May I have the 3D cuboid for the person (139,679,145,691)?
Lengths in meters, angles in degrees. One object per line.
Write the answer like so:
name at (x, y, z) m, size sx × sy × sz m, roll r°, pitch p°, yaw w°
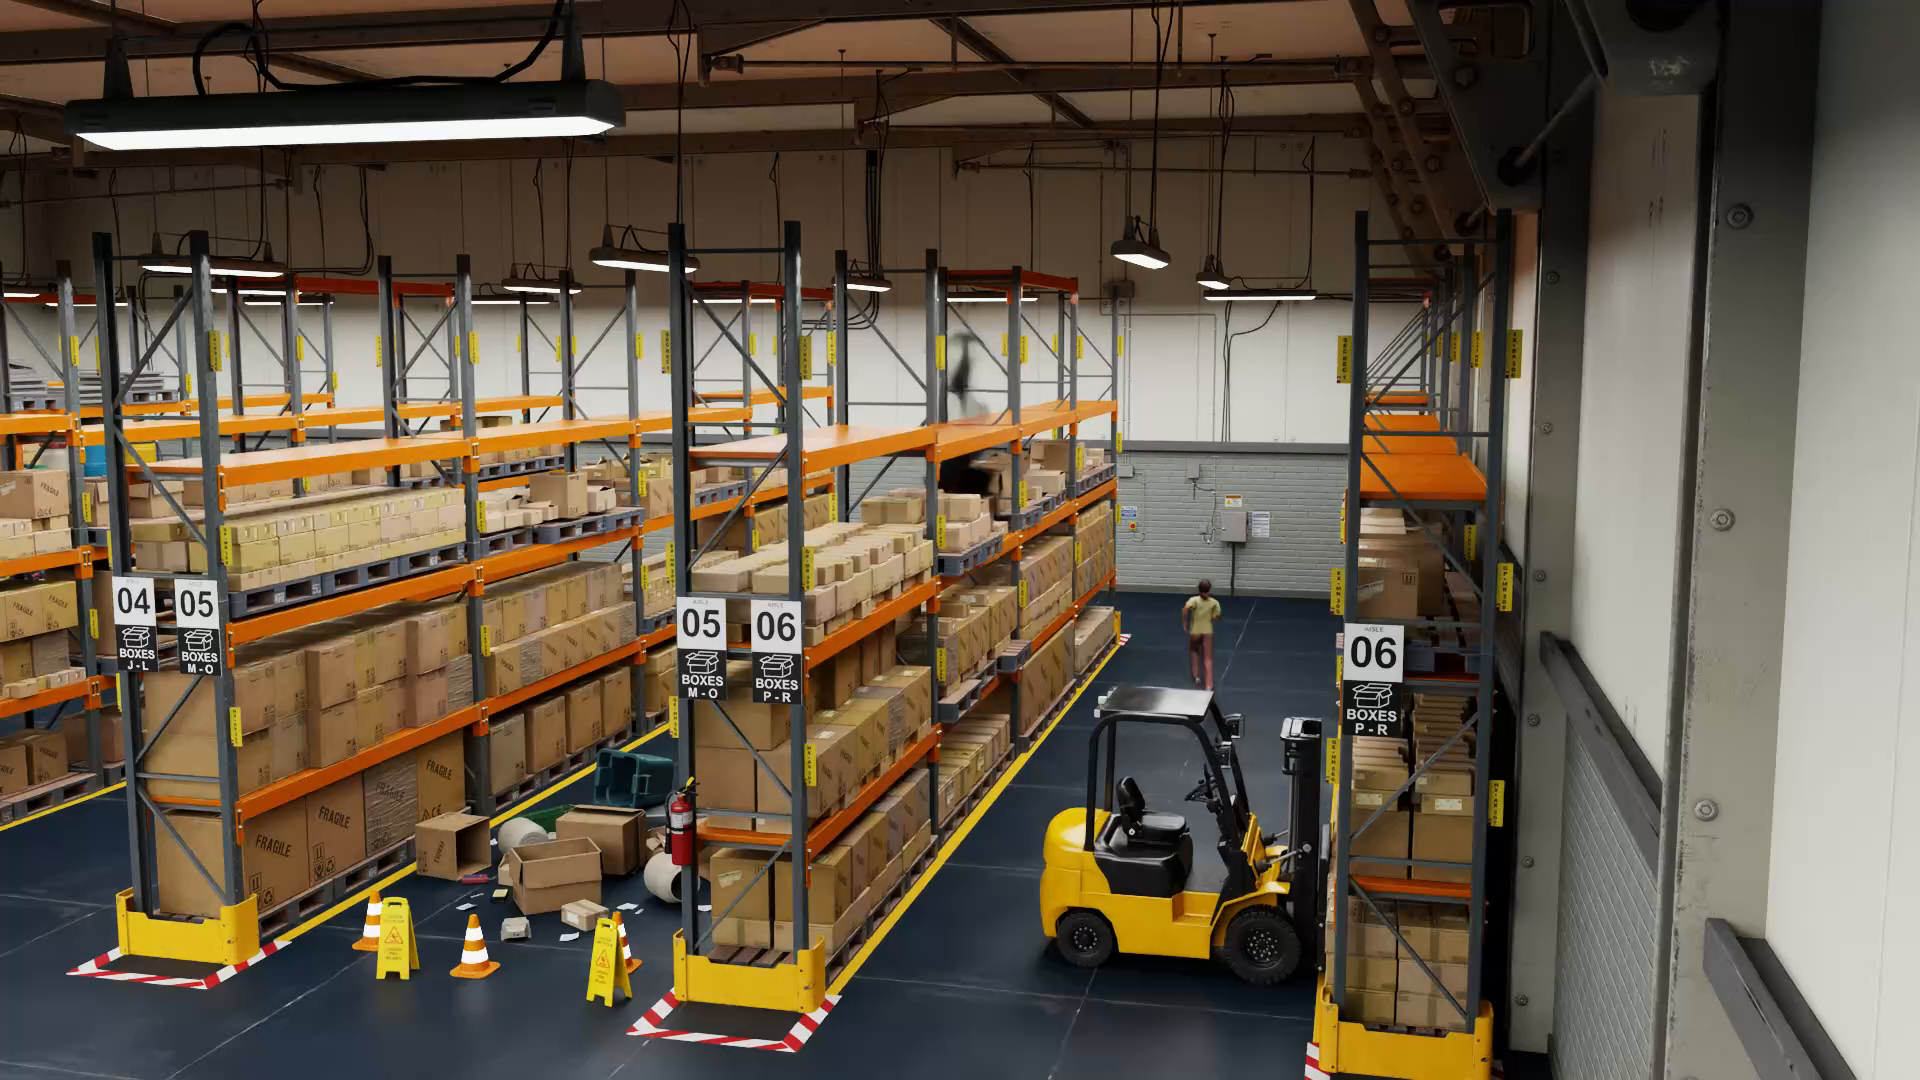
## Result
person at (-11.999, 1.361, 24.639) m, size 0.623 × 1.695 × 0.762 m, roll 0°, pitch 7°, yaw 3°

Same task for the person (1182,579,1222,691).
person at (3.490, 1.418, 24.039) m, size 0.580 × 1.680 × 0.847 m, roll 1°, pitch 7°, yaw 6°
